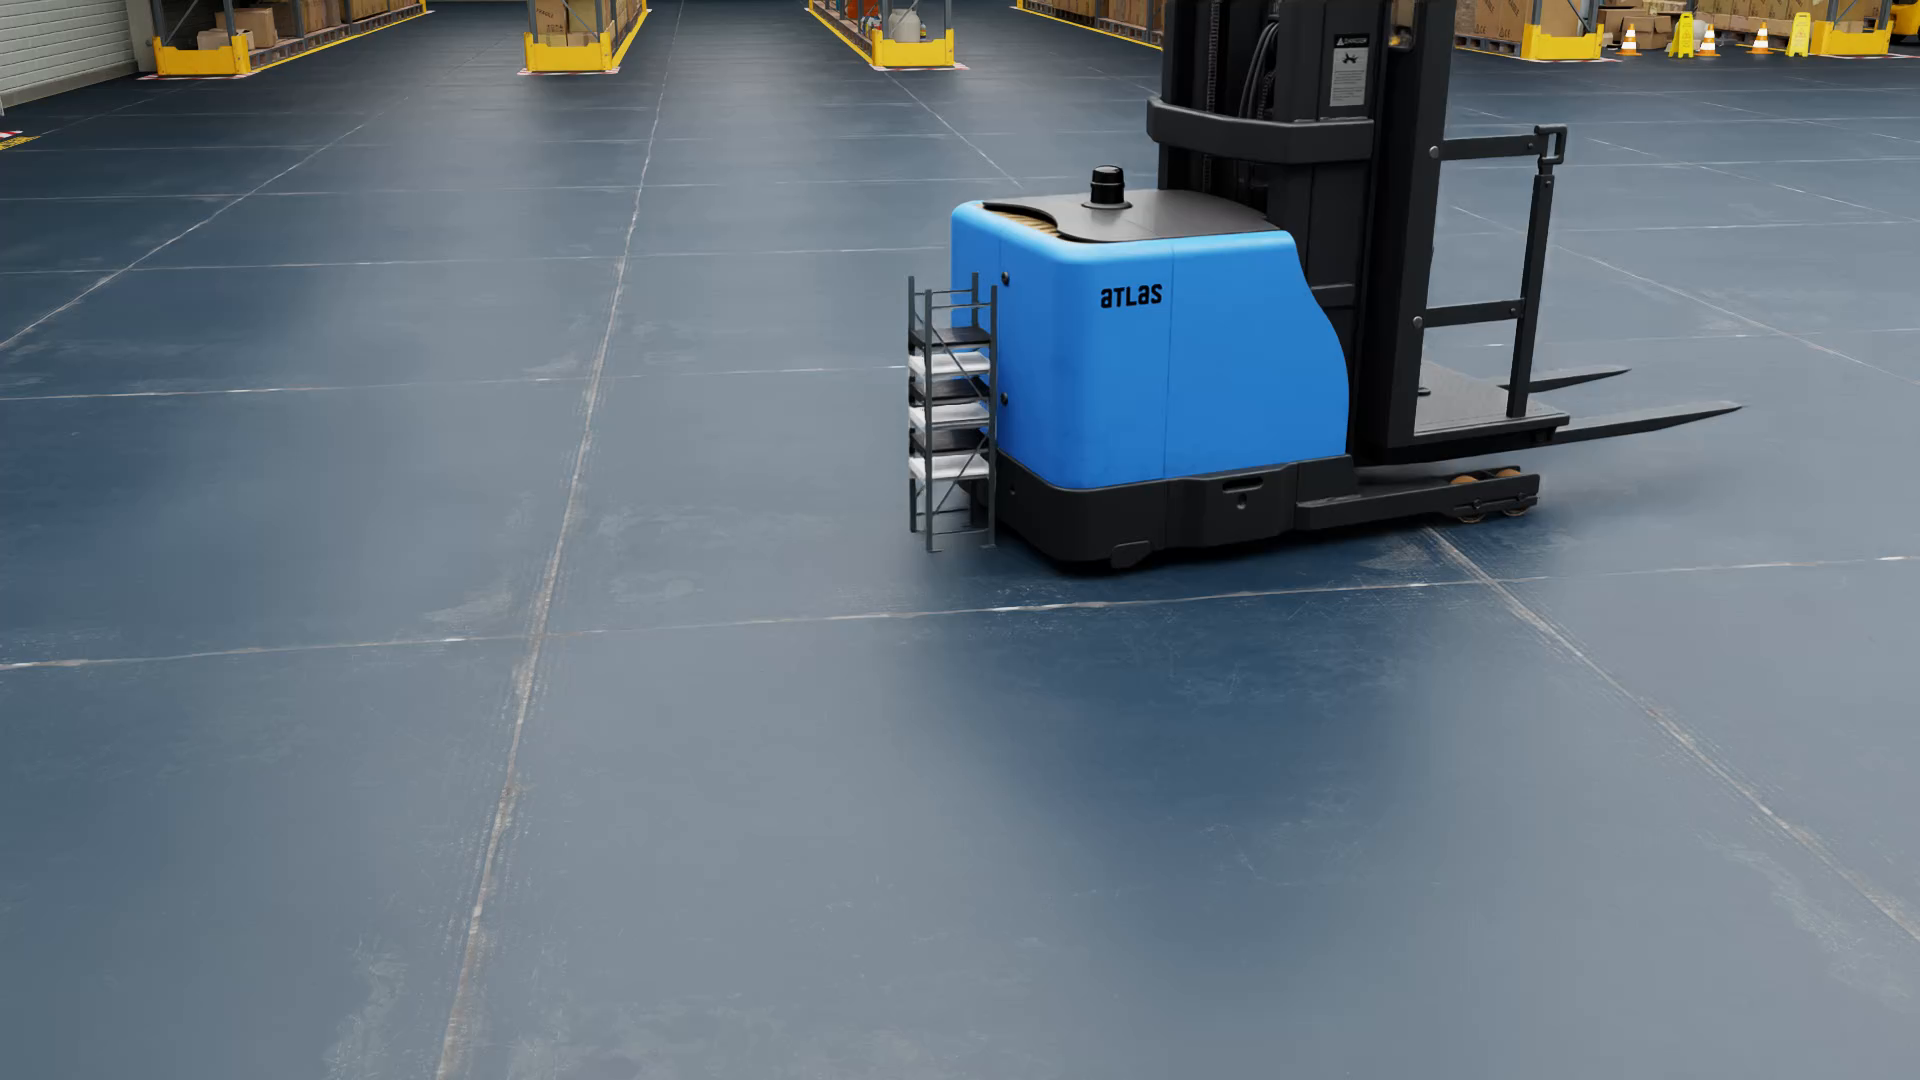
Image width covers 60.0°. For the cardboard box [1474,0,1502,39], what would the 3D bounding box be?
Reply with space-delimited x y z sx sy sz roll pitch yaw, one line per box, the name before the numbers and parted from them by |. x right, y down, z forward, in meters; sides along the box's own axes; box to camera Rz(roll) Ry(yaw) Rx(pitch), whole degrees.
cardboard box | 8.903 -8.534 26.715 0.875 0.875 0.875 -3 21 -9

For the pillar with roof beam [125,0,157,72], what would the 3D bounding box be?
pillar with roof beam | -7.129 -11.058 22.462 9.100 9.000 0.400 -3 21 -8

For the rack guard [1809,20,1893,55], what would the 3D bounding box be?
rack guard | 14.068 -7.937 26.251 1.175 0.500 0.348 -3 21 -8

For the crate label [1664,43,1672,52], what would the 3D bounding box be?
crate label | 11.516 -7.919 26.724 0.250 0.136 0.298 -15 25 -35

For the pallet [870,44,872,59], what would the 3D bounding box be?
pallet | -0.798 -7.331 25.042 1.003 0.211 1.213 -3 21 -8

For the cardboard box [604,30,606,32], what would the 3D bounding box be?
cardboard box | -5.464 -7.362 24.469 0.500 0.250 0.500 -3 21 -8

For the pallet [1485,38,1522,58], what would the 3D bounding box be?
pallet | 9.002 -7.763 26.200 1.003 0.211 1.213 -3 21 -8

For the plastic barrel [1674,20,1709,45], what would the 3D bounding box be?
plastic barrel | 12.283 -8.513 27.905 0.512 0.421 0.421 12 24 30

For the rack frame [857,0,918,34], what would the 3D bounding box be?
rack frame | -1.206 -9.717 27.445 1.000 3.000 0.127 -3 21 -8

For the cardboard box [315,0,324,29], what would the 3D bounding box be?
cardboard box | -11.371 -9.036 28.565 0.700 0.500 0.500 -3 21 -8

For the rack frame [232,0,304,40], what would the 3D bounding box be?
rack frame | -11.009 -9.217 26.107 1.000 3.000 0.127 -3 21 -8

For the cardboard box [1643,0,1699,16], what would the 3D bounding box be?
cardboard box | 13.317 -9.862 30.990 0.950 0.372 0.625 -2 21 -4

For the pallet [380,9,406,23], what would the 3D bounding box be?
pallet | -12.195 -10.948 34.726 1.003 0.211 1.213 -3 21 -8

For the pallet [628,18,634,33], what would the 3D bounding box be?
pallet | -6.755 -9.807 31.672 1.003 0.211 1.213 -3 21 -8

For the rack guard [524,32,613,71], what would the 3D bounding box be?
rack guard | -5.528 -6.904 23.486 1.175 0.500 0.348 -3 21 -8

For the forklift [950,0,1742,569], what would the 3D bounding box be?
forklift | 1.522 -1.593 5.793 3.031 2.935 1.130 -8 22 -21

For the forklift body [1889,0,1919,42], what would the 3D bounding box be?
forklift body | 16.911 -9.500 28.077 2.313 2.155 1.214 -3 21 -8

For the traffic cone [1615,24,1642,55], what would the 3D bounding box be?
traffic cone | 10.524 -7.864 26.109 0.336 0.463 0.334 -3 21 -8

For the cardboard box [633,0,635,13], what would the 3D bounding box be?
cardboard box | -6.771 -10.771 33.212 0.500 0.500 0.500 -3 21 -7

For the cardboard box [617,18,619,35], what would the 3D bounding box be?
cardboard box | -5.921 -8.529 27.594 0.500 0.250 0.500 -3 21 -9

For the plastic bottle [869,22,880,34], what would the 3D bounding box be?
plastic bottle | -1.337 -7.964 26.017 0.152 0.276 0.135 -3 21 -7

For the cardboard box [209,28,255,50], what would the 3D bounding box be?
cardboard box | -10.525 -7.220 23.974 0.500 0.311 0.500 -1 21 -3

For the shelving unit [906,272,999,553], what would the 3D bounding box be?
shelving unit | -0.027 -0.423 5.559 0.258 0.900 0.210 -6 22 -16

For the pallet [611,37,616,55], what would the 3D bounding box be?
pallet | -6.035 -7.884 26.524 1.003 0.211 1.213 -3 21 -8

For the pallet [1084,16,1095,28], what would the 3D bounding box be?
pallet | 3.080 -10.322 33.050 1.003 0.211 1.213 -3 21 -8

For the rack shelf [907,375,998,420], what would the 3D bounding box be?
rack shelf | -0.027 -0.476 5.538 0.258 0.077 0.200 -6 22 -16

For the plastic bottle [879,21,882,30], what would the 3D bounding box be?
plastic bottle | -1.231 -7.973 26.030 0.061 0.283 0.133 -3 21 -8

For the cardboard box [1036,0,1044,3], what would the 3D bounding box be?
cardboard box | 2.268 -12.790 38.110 0.875 0.875 0.875 -3 21 -8

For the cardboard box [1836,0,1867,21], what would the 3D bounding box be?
cardboard box | 14.232 -8.643 26.827 0.500 0.500 0.500 -4 21 -10

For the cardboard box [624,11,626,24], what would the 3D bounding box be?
cardboard box | -6.289 -9.414 29.963 0.500 0.250 0.500 -3 21 -8

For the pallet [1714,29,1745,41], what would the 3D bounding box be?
pallet | 13.634 -8.929 29.322 1.003 0.211 1.213 -3 21 -8

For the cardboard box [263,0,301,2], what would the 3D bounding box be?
cardboard box | -11.199 -9.010 27.424 0.500 0.250 0.500 -3 21 -9

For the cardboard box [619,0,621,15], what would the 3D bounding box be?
cardboard box | -6.064 -9.148 28.450 0.500 0.311 0.500 -4 21 -10

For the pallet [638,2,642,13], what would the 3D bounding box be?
pallet | -7.711 -12.014 37.582 1.003 0.211 1.213 -3 21 -8

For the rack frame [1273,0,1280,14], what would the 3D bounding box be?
rack frame | 4.272 -8.582 24.405 1.000 3.000 0.127 -3 21 -8

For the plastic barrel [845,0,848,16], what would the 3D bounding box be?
plastic barrel | -2.039 -10.492 32.477 0.421 0.512 0.421 0 20 0

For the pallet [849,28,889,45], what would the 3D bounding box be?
pallet | -1.357 -8.680 28.655 1.003 0.211 1.213 -3 21 -8

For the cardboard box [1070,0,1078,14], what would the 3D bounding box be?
cardboard box | 2.919 -11.102 33.590 1.225 0.875 0.875 -3 21 -8

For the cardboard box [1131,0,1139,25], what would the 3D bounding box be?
cardboard box | 3.497 -9.575 30.009 0.700 0.500 0.500 -5 21 -12

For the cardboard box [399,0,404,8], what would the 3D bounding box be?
cardboard box | -12.310 -11.629 35.536 0.700 0.500 0.500 -2 21 -6

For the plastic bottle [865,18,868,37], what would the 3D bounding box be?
plastic bottle | -1.490 -8.225 26.705 0.061 0.283 0.133 -2 21 -5

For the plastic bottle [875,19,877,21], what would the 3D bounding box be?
plastic bottle | -1.359 -8.300 26.922 0.097 0.271 0.097 0 20 0

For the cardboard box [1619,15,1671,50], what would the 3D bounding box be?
cardboard box | 11.320 -8.392 27.467 0.637 0.503 0.797 17 27 39

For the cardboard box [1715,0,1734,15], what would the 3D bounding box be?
cardboard box | 13.409 -9.324 28.650 0.500 0.500 0.500 -2 21 -6

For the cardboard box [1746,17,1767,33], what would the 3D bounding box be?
cardboard box | 13.548 -8.617 27.830 0.500 0.250 0.500 -4 21 -10

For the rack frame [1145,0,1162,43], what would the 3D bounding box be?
rack frame | 3.696 -9.966 28.113 1.000 3.000 0.127 -3 21 -8

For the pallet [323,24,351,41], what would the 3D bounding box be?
pallet | -11.475 -9.025 29.578 1.003 0.211 1.213 -3 21 -8

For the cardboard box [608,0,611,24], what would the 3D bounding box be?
cardboard box | -5.688 -8.232 25.727 0.500 0.500 0.500 -3 21 -8

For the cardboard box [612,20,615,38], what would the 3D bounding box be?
cardboard box | -5.825 -8.227 26.786 0.500 0.250 0.500 -3 21 -8

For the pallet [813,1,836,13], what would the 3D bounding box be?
pallet | -2.855 -12.278 38.287 1.003 0.211 1.213 -3 21 -8
